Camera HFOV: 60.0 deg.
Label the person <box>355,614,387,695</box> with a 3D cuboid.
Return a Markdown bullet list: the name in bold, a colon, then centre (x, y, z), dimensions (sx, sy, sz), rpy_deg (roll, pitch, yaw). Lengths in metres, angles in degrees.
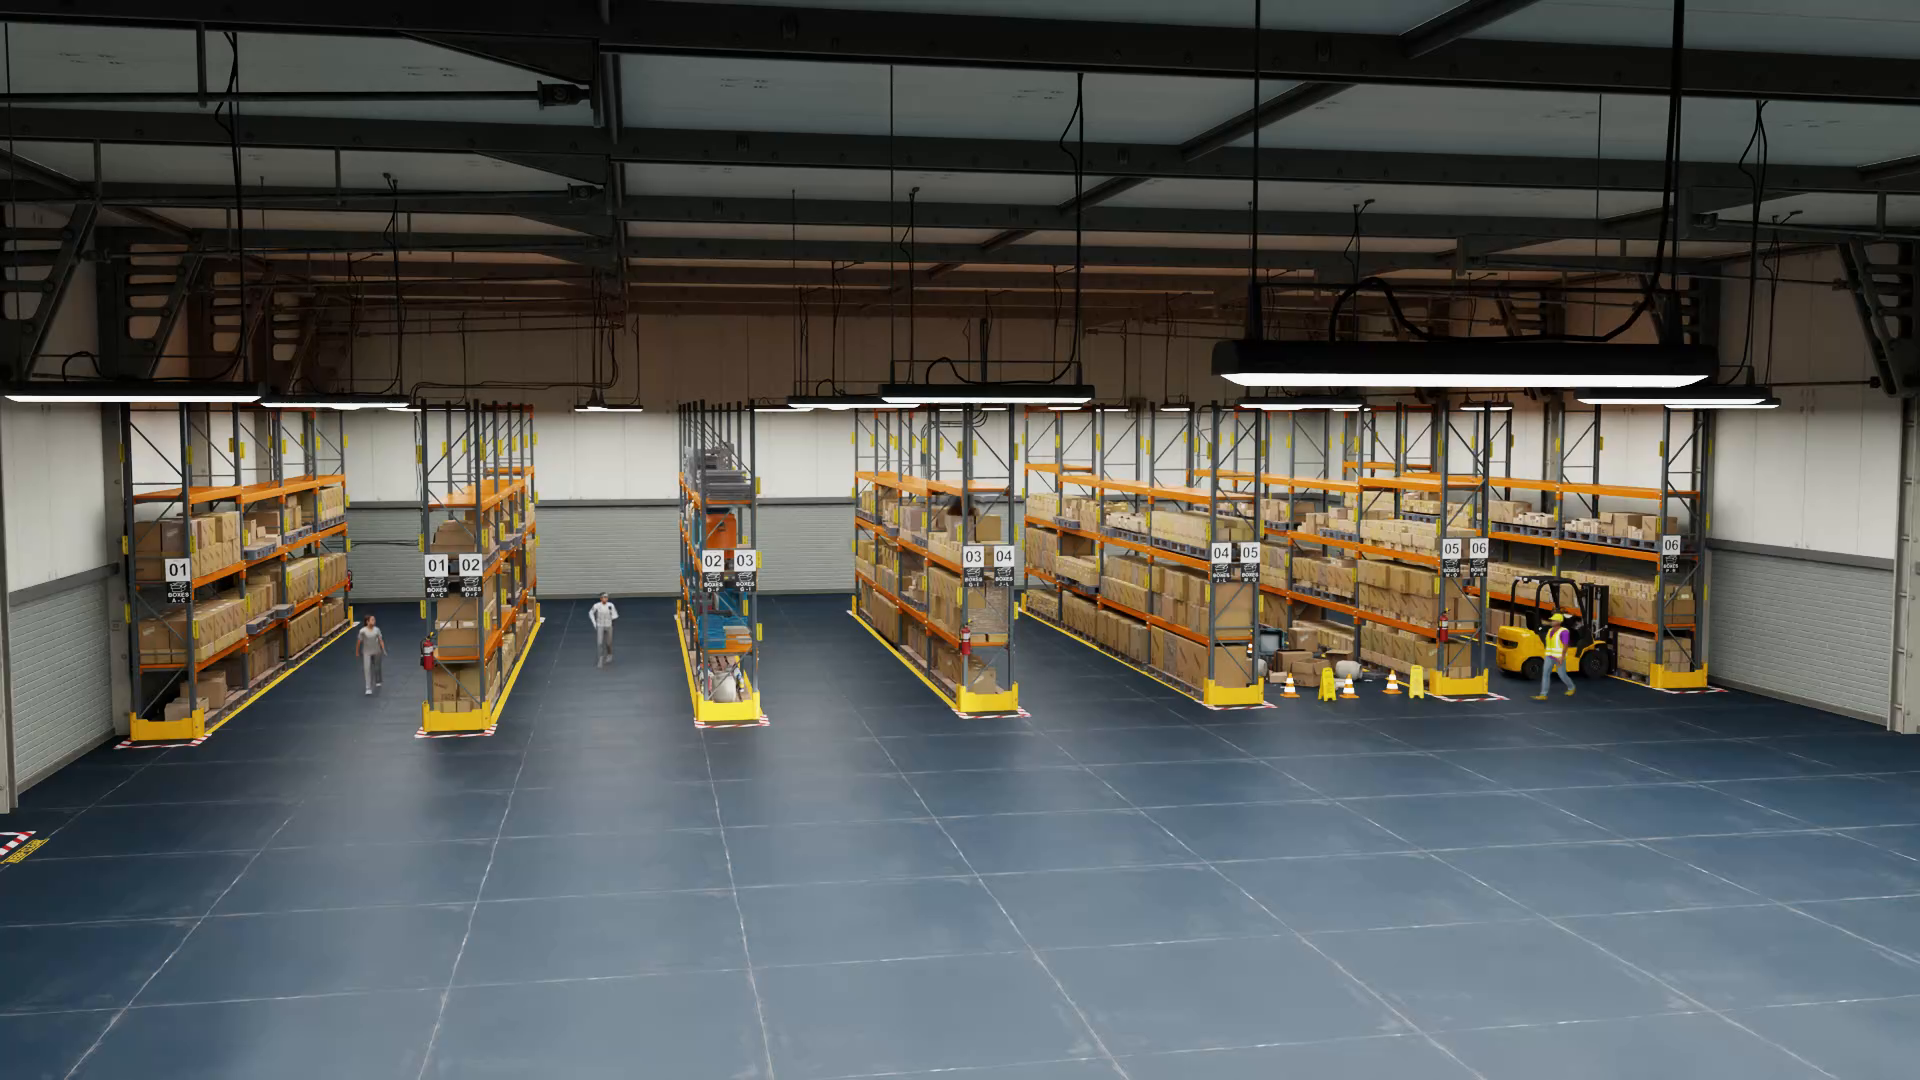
- **person**: centre (-12.121, 2.332, 34.234), dimensions (0.619, 1.621, 1.064), rpy_deg (-1, 4, -15)

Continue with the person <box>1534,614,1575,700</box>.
- **person**: centre (11.961, 2.339, 33.334), dimensions (1.000, 1.741, 0.552), rpy_deg (-3, 5, -36)

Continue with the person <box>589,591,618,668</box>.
- **person**: centre (-8.139, 2.023, 37.978), dimensions (0.655, 1.735, 0.773), rpy_deg (0, 4, -6)
